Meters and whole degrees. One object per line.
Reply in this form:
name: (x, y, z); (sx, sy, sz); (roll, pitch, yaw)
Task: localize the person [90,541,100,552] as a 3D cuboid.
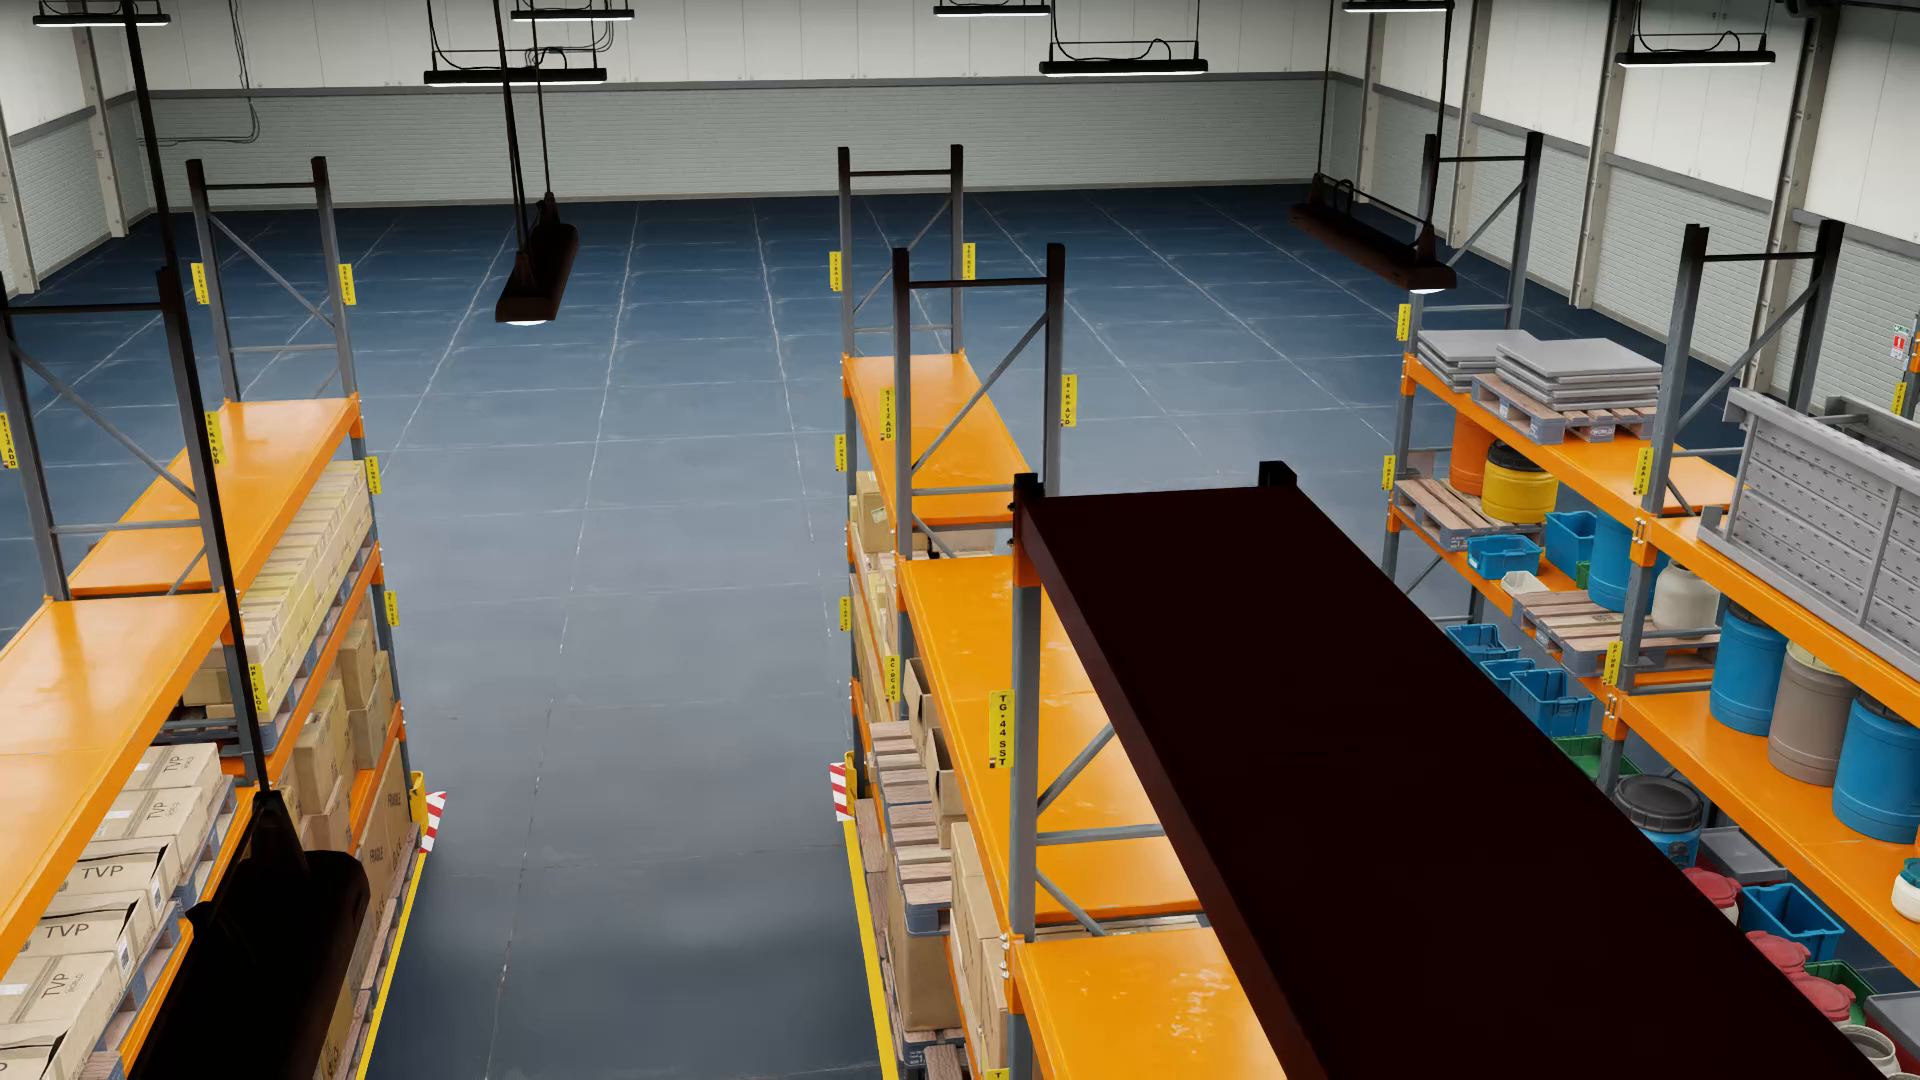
person: (-8.785, 0.851, 17.240); (0.563, 1.779, 0.680); (-2, 22, -6)
